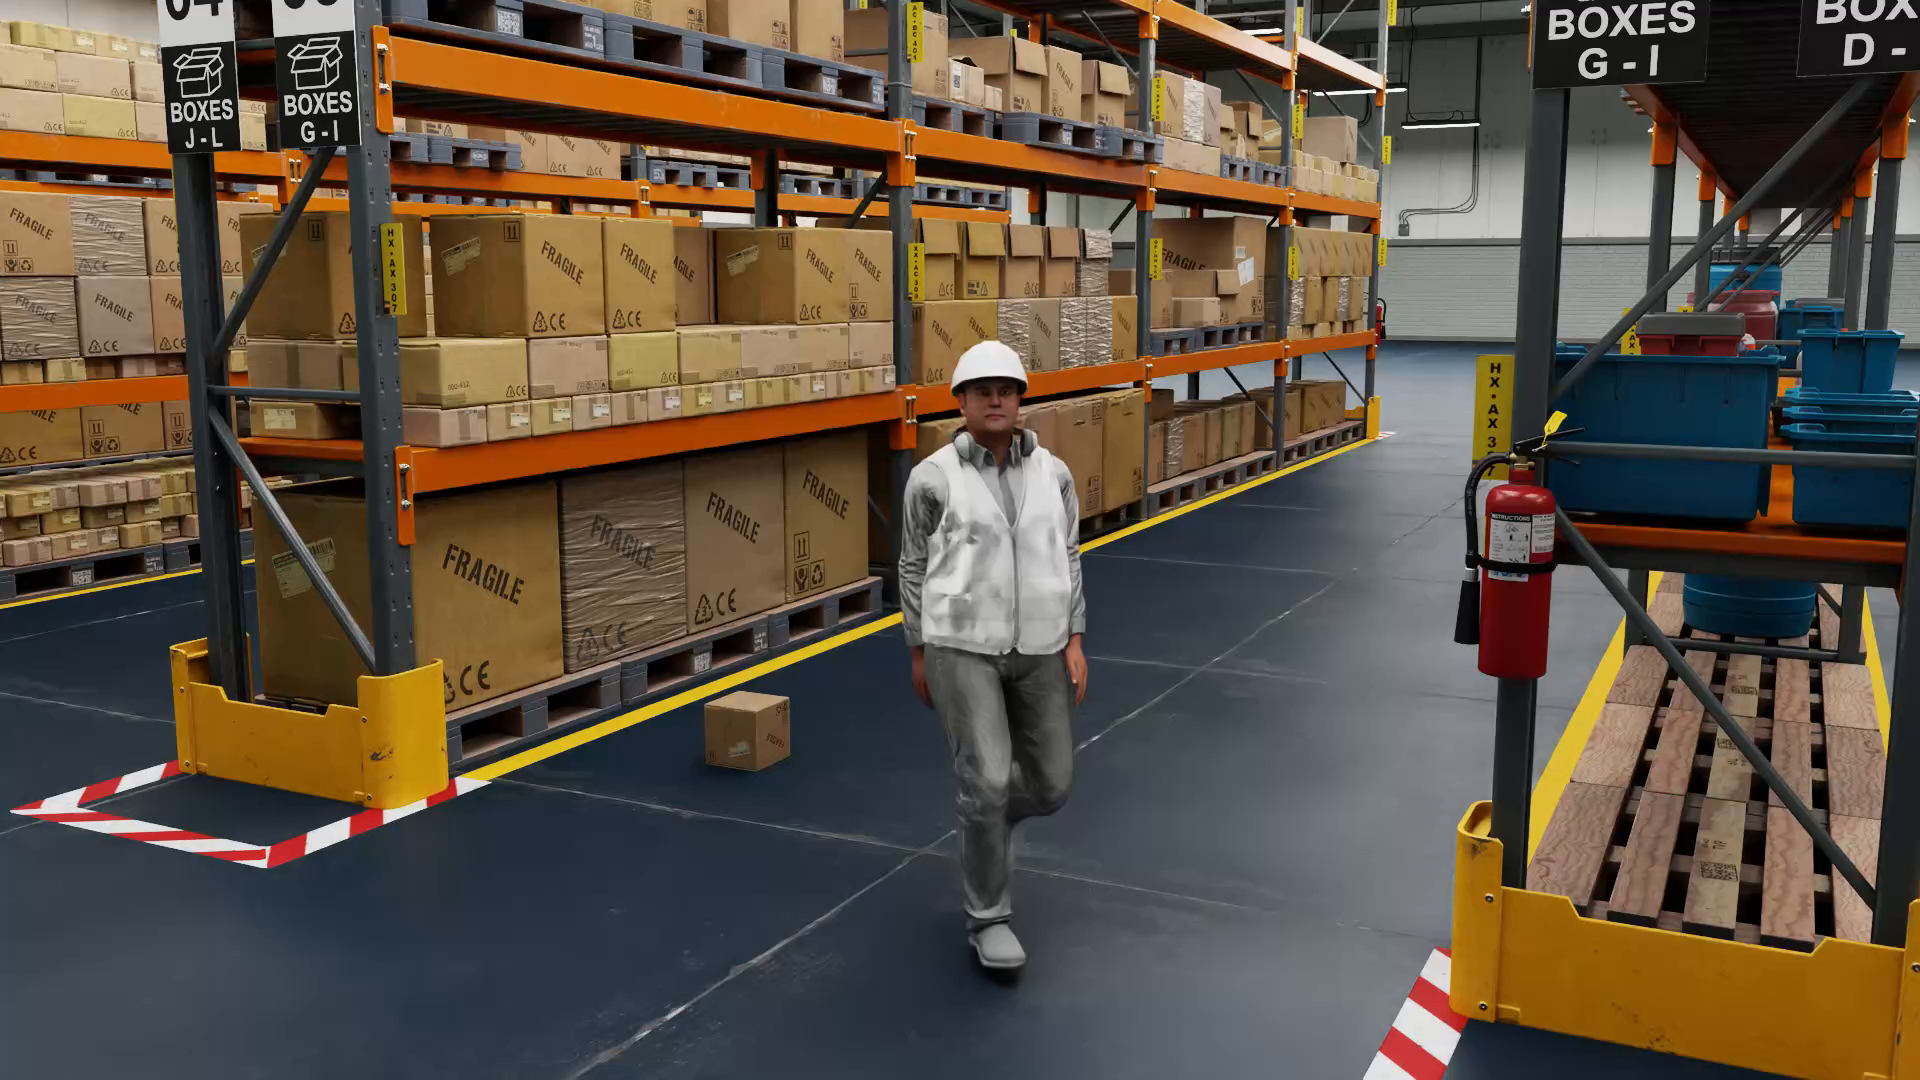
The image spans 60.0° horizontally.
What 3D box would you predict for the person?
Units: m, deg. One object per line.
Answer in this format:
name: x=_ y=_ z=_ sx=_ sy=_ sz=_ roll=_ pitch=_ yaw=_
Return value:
person: x=0.097 y=0.297 z=4.844 sx=0.529 sy=1.745 sz=0.759 roll=-3 pitch=10 yaw=-19
